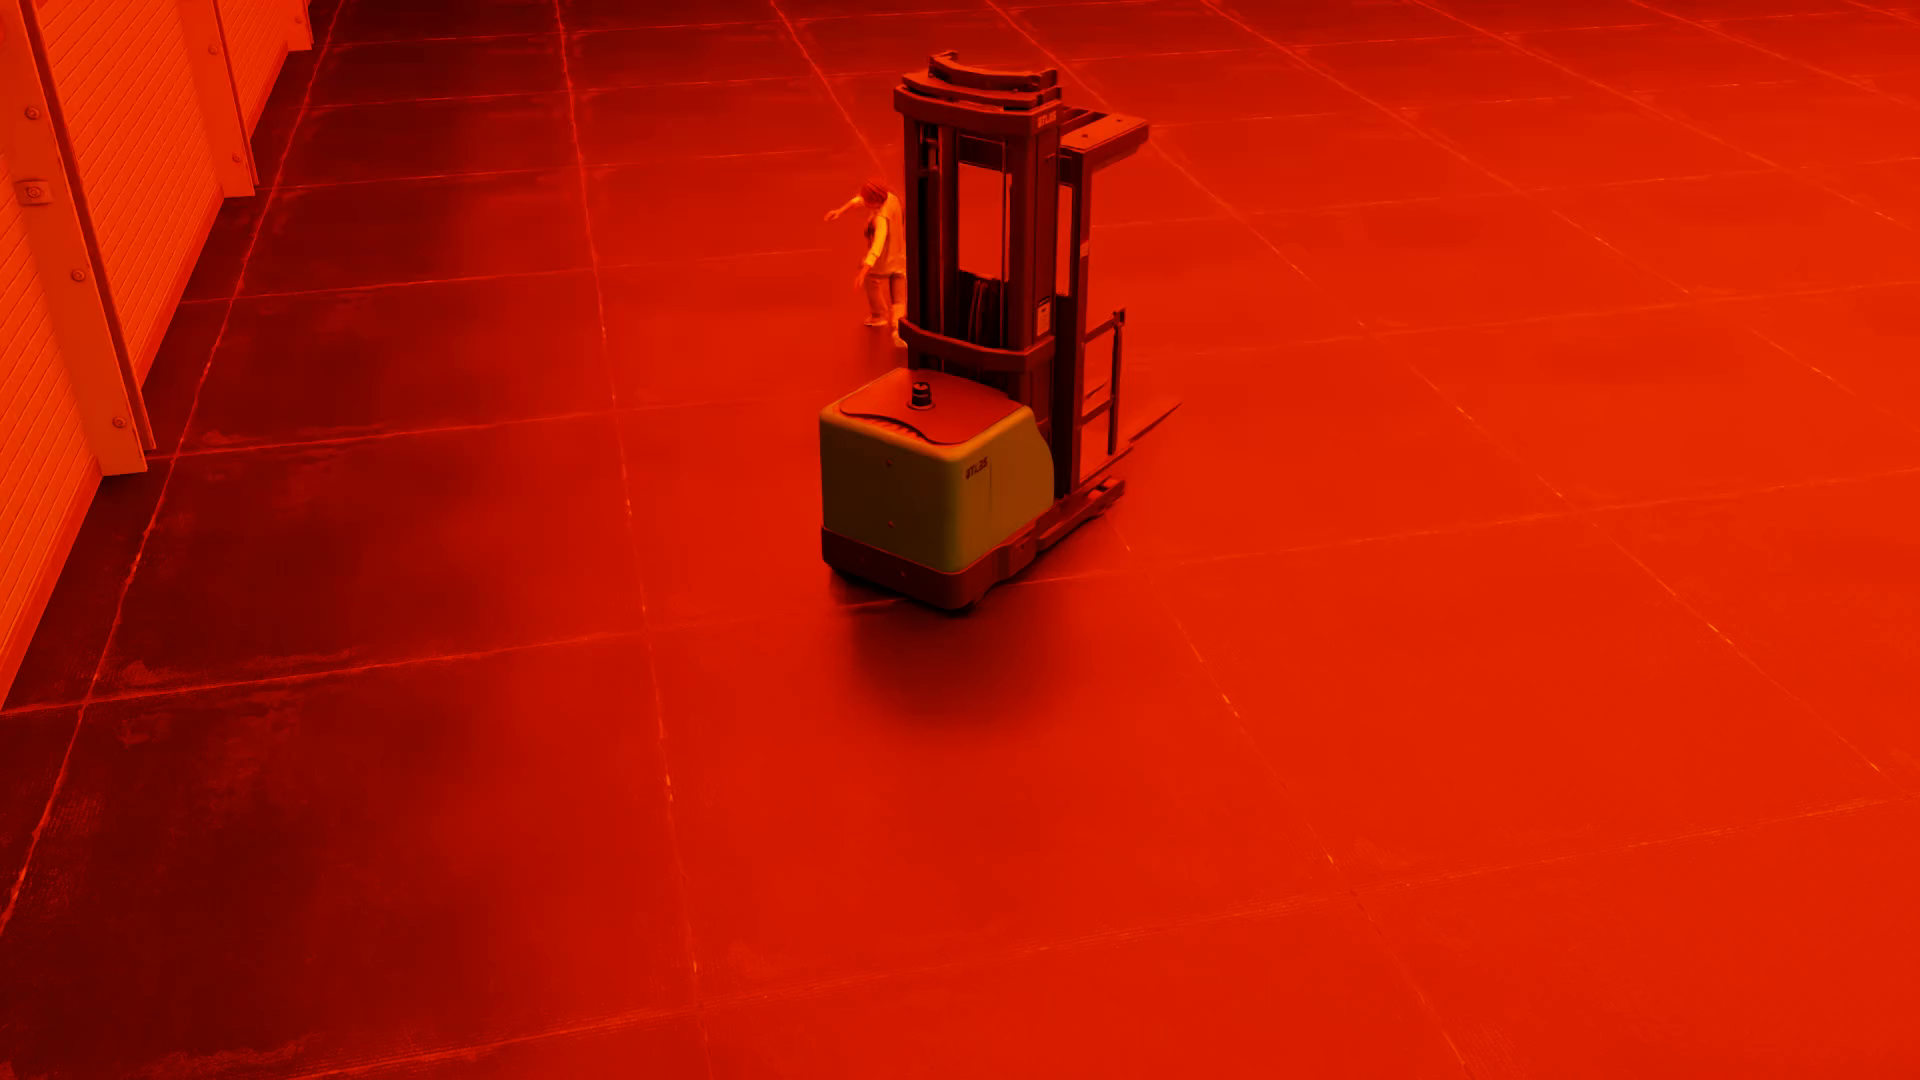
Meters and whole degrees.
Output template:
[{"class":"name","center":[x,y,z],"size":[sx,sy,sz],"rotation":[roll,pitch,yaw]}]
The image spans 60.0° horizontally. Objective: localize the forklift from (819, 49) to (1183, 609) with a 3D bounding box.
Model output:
[{"class":"forklift","center":[0.427,-1.552,10.255],"size":[1.130,2.935,3.031],"rotation":[20,35,30]}]

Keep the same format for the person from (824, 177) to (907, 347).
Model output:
[{"class":"person","center":[-0.678,-2.145,12.912],"size":[0.650,1.376,0.871],"rotation":[-18,34,-28]}]
